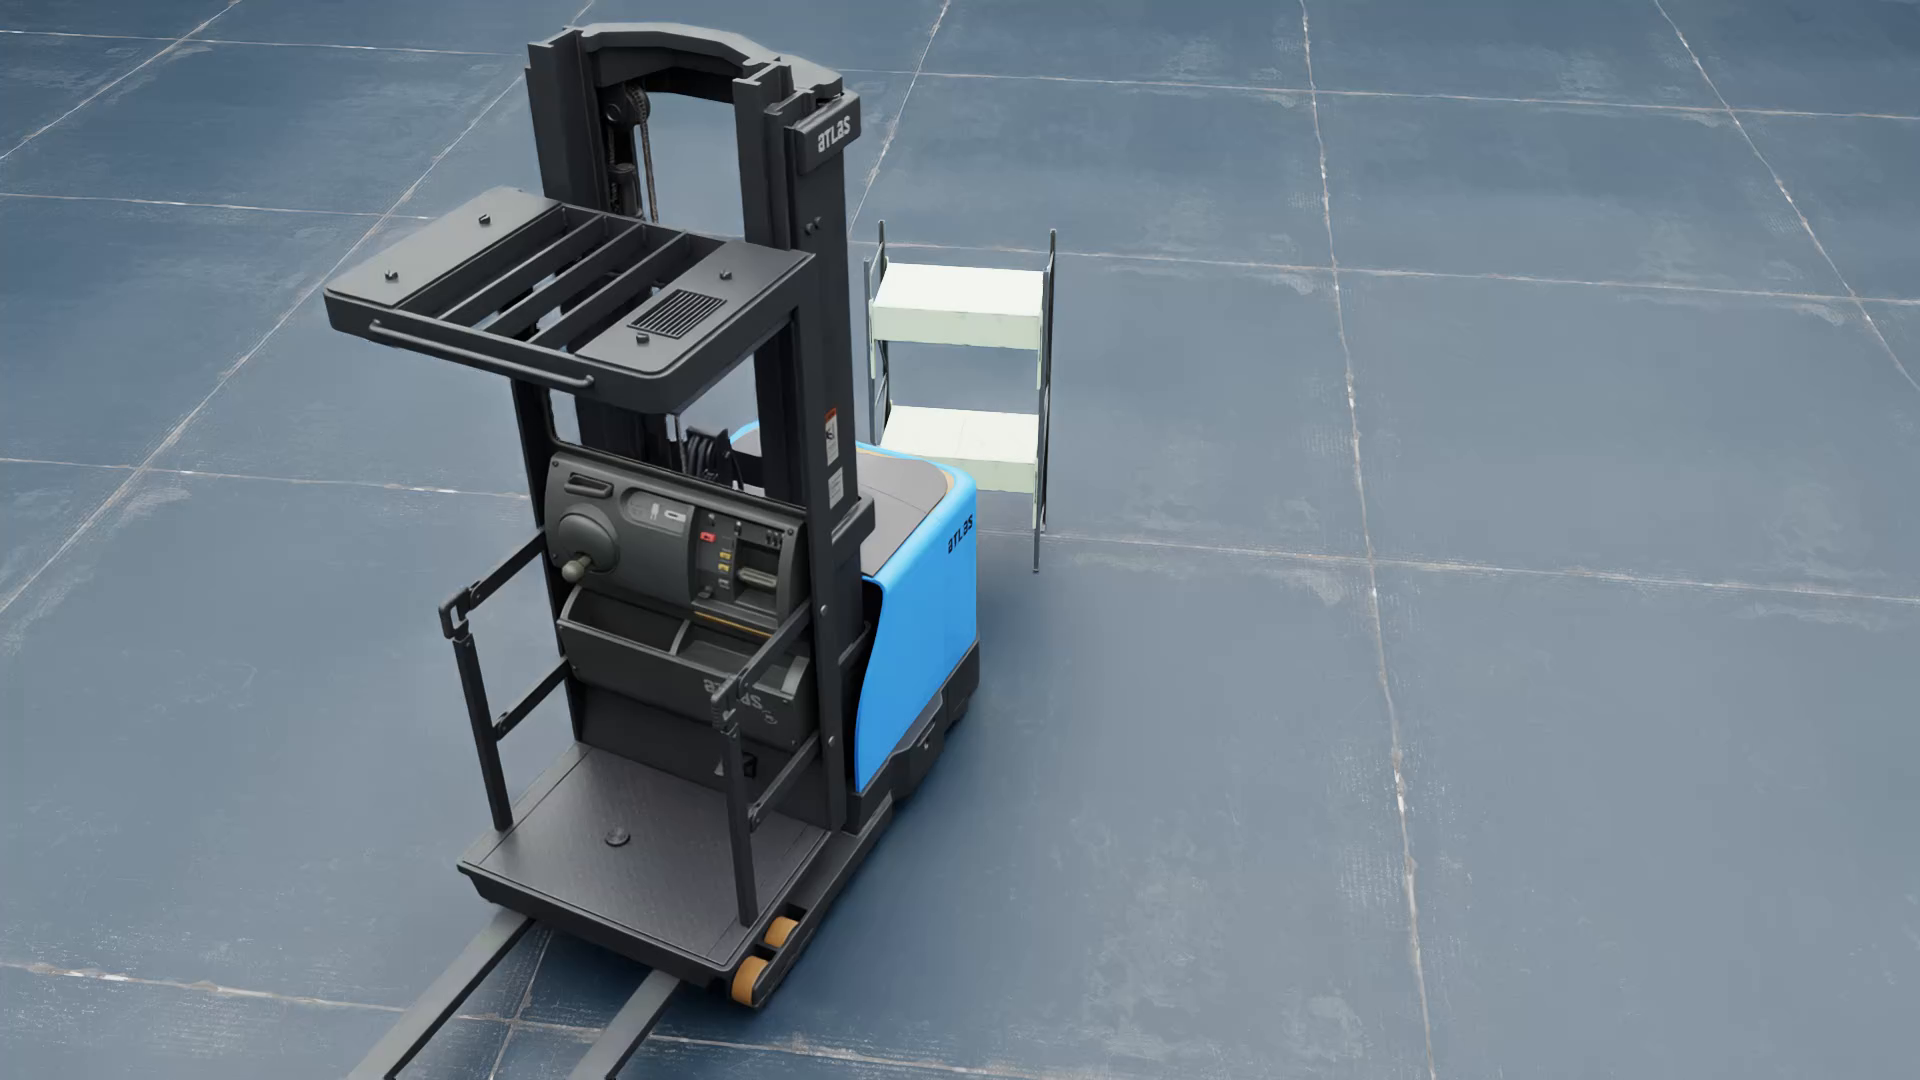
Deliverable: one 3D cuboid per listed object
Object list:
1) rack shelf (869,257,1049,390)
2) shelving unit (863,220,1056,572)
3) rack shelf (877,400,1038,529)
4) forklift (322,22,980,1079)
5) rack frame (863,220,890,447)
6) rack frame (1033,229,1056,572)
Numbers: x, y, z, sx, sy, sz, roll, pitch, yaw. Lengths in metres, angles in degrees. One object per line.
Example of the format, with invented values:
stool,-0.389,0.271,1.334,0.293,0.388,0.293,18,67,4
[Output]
rack shelf,0.007,-0.928,7.087,0.720,0.370,0.431,4,36,6
shelving unit,0.007,-0.610,7.314,0.755,1.500,0.431,4,36,6
rack shelf,0.007,-0.345,7.503,0.720,0.370,0.431,4,36,6
forklift,-1.015,0.074,5.123,1.130,2.935,3.031,16,38,21
rack frame,-0.356,-0.637,7.352,0.023,1.500,0.400,4,36,6
rack frame,0.370,-0.583,7.276,0.023,1.500,0.400,4,36,6
